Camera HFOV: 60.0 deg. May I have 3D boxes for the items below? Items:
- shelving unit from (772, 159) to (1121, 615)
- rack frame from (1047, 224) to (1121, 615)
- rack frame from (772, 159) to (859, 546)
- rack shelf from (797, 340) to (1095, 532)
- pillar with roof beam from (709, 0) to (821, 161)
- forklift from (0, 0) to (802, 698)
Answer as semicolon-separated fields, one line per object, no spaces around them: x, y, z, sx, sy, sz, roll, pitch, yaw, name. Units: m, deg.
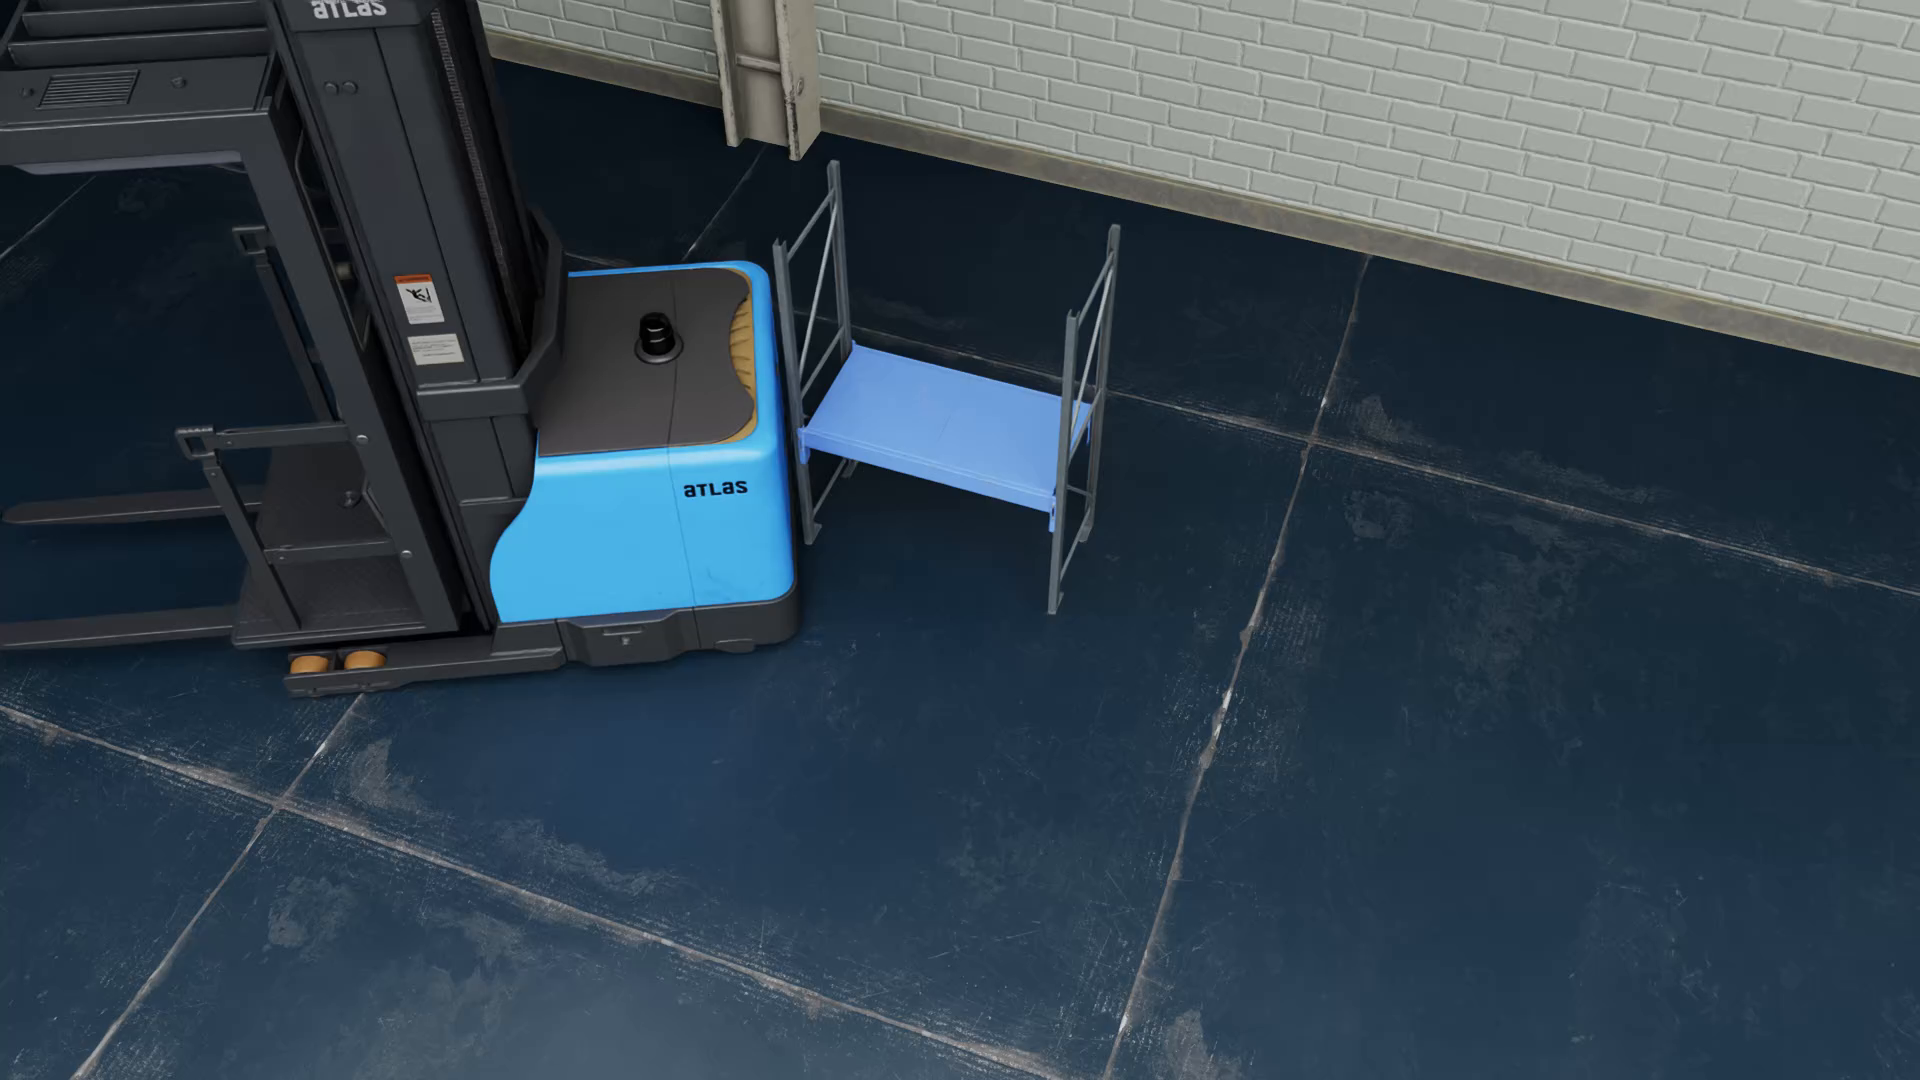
-0.041;-0.517;6.072;1.048;1.500;0.538;16;51;13;shelving unit
0.436;-0.384;5.957;0.032;1.500;0.500;16;51;13;rack frame
-0.518;-0.650;6.188;0.032;1.500;0.500;16;51;13;rack frame
-0.041;-0.399;6.208;1.000;0.185;0.538;16;51;13;rack shelf
-2.423;-1.934;2.337;0.400;9.000;9.100;16;51;13;pillar with roof beam
-2.146;-0.807;5.376;3.031;2.935;1.130;-5;49;-4;forklift
